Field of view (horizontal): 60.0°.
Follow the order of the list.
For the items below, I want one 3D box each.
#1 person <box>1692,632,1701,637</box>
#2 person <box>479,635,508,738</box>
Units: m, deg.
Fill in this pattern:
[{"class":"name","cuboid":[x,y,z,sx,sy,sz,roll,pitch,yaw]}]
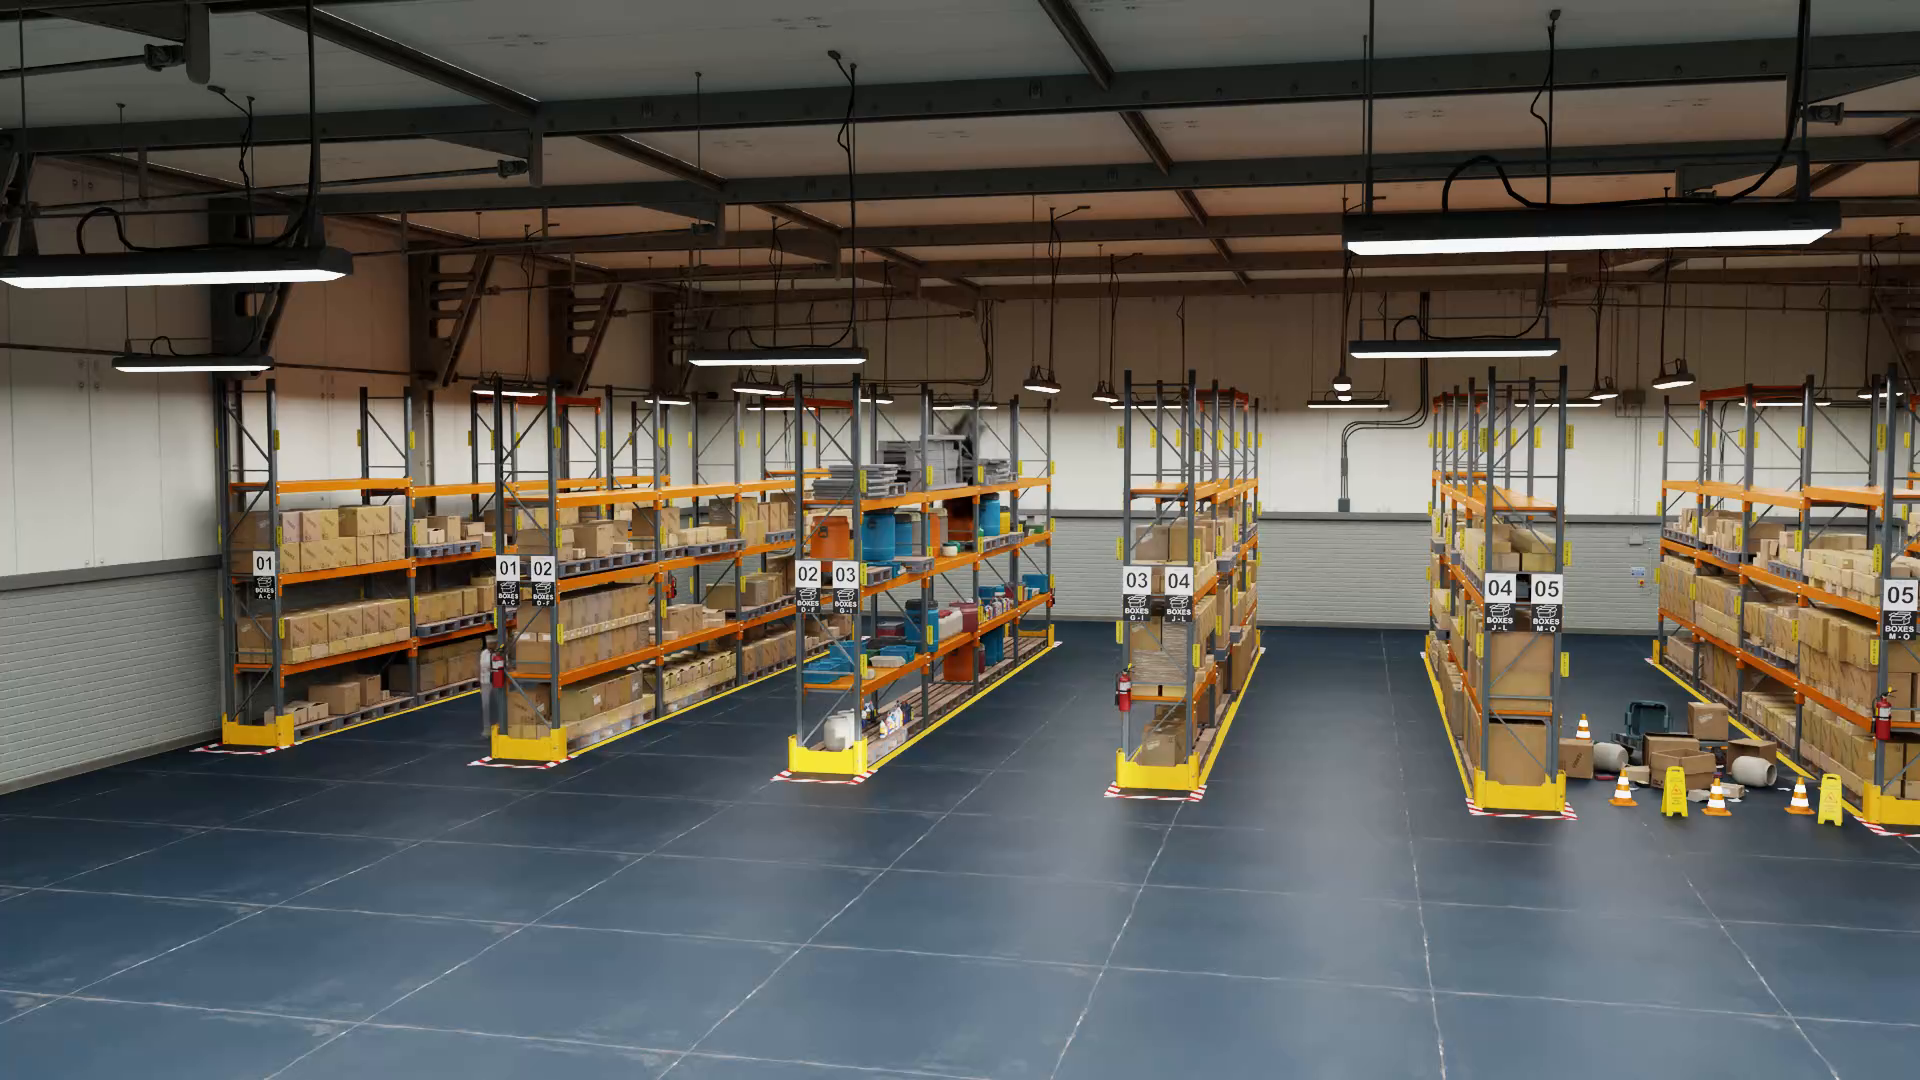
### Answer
[{"class":"person","cuboid":[17.052,1.900,38.368,0.746,1.610,0.549,-3,5,-44]},{"class":"person","cuboid":[-7.913,2.438,28.207,0.567,1.697,0.915,0,3,3]}]
